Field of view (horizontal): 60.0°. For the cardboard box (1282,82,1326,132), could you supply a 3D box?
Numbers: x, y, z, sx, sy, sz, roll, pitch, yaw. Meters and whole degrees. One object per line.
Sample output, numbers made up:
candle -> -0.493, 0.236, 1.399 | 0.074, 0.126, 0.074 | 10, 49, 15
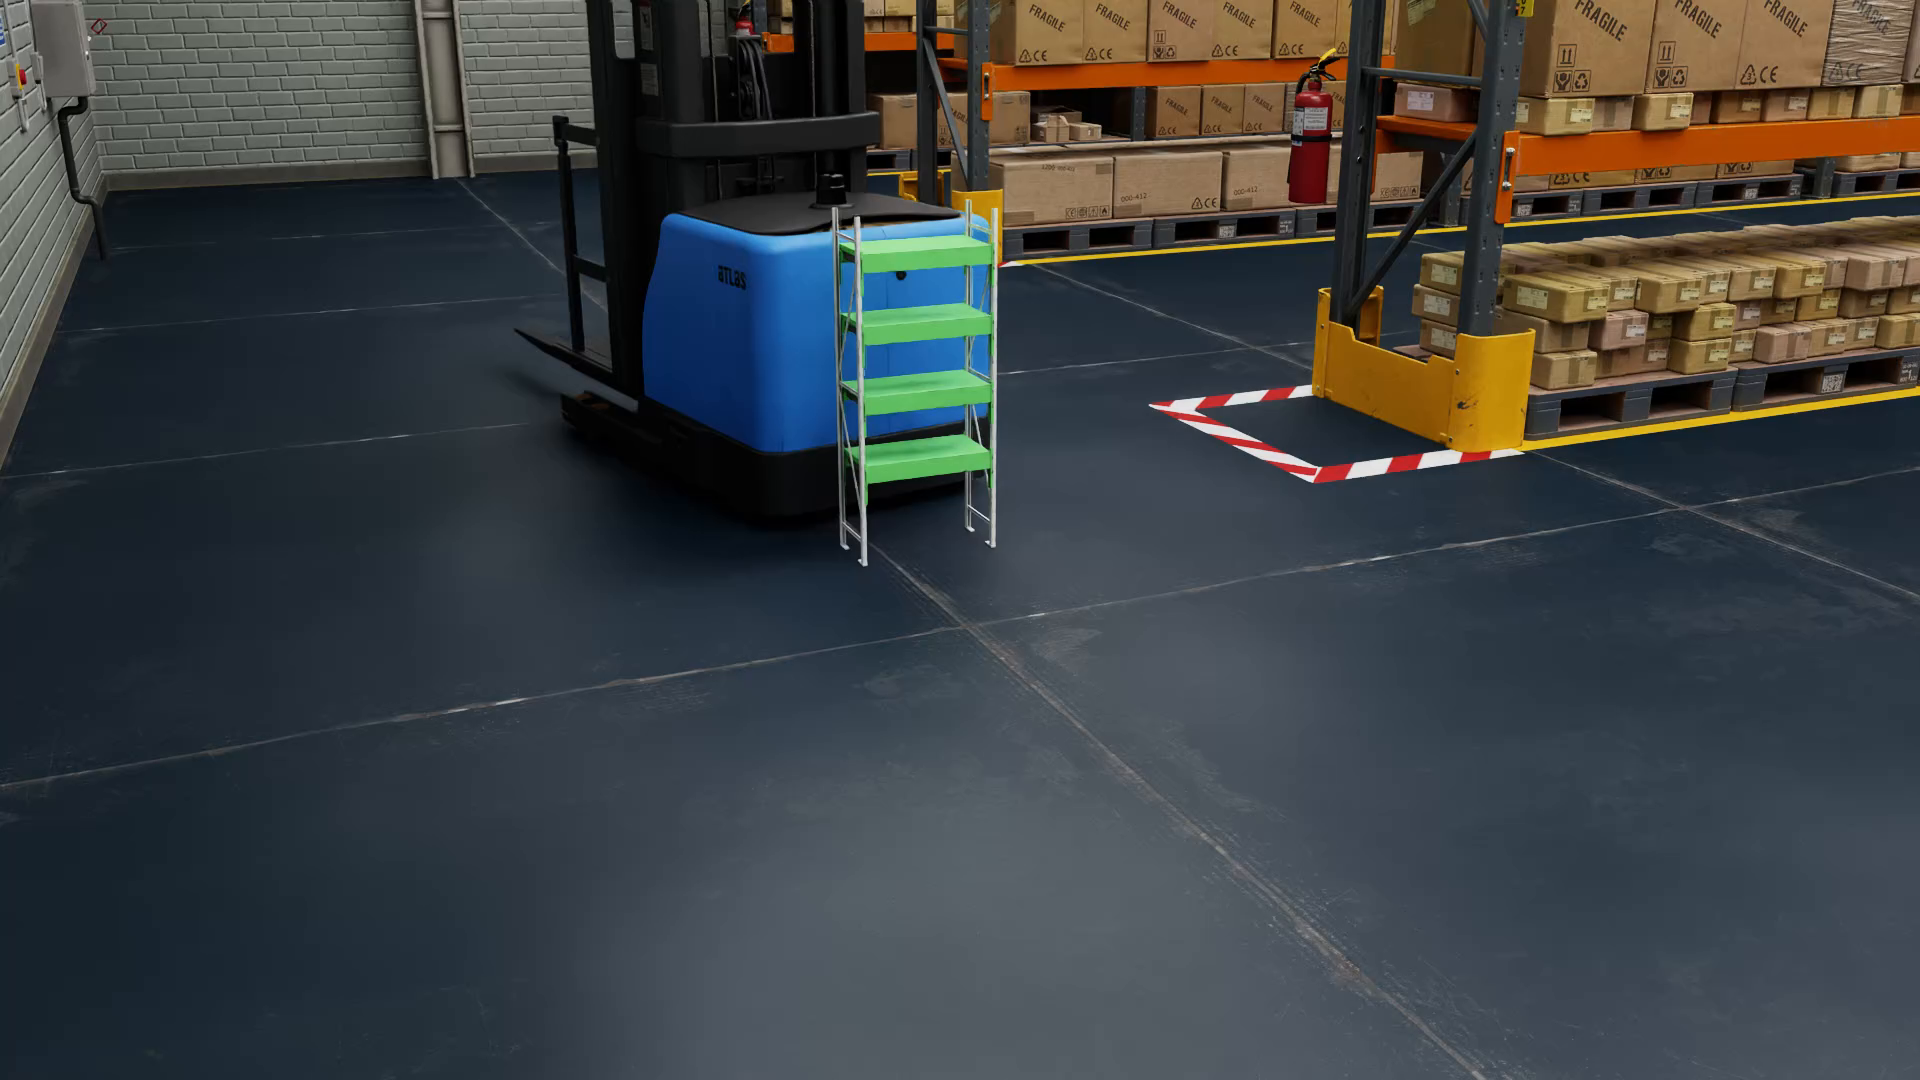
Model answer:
cardboard box -> 3.603, -4.721, 18.044 | 0.500, 0.500, 0.500 | -9, 21, -24

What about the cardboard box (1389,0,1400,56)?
cardboard box -> 3.291, -3.898, 12.425 | 0.500, 0.500, 0.500 | -8, 21, -21

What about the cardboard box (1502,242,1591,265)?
cardboard box -> 2.823, -1.336, 8.066 | 0.250, 0.149, 0.380 | -9, 21, -23

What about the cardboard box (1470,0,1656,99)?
cardboard box -> 2.518, -2.129, 6.955 | 0.500, 0.500, 0.500 | -7, 21, -19

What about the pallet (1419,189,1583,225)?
pallet -> 4.295, -2.799, 13.653 | 1.213, 0.211, 1.003 | -8, 21, -22

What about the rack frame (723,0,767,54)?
rack frame -> -2.026, -4.977, 15.639 | 0.127, 3.000, 1.000 | -8, 21, -22

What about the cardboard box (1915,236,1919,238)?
cardboard box -> 5.001, -1.421, 8.305 | 0.250, 0.149, 0.380 | -8, 21, -22

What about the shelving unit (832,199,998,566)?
shelving unit -> -0.152, -0.544, 5.761 | 0.503, 1.200, 0.258 | -8, 21, -22

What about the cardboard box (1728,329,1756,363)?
cardboard box -> 3.512, -0.949, 7.861 | 0.250, 0.149, 0.380 | -8, 21, -22

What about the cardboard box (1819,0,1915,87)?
cardboard box -> 3.920, -2.337, 7.545 | 0.500, 0.500, 0.500 | -9, 21, -23

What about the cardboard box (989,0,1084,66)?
cardboard box -> 0.498, -3.486, 11.256 | 0.500, 0.500, 0.500 | -8, 21, -22

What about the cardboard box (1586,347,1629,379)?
cardboard box -> 2.812, -0.851, 7.583 | 0.250, 0.149, 0.380 | -8, 21, -22

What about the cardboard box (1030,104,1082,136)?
cardboard box -> 0.946, -4.418, 17.469 | 0.500, 0.311, 0.500 | -7, 21, -20

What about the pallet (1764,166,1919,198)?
pallet -> 8.007, -3.303, 15.085 | 1.213, 0.211, 1.003 | -8, 21, -22

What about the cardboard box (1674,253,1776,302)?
cardboard box -> 3.553, -1.225, 7.749 | 0.250, 0.149, 0.380 | -7, 21, -20

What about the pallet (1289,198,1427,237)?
pallet -> 2.887, -2.598, 13.083 | 1.213, 0.211, 1.003 | -8, 21, -22

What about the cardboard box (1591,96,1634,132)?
cardboard box -> 2.641, -1.837, 7.102 | 0.250, 0.149, 0.380 | -7, 21, -20

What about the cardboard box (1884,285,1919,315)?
cardboard box -> 4.528, -1.226, 8.200 | 0.250, 0.149, 0.380 | -8, 21, -21

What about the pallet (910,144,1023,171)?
pallet -> -0.106, -3.936, 16.882 | 1.213, 0.211, 1.003 | -8, 21, -22

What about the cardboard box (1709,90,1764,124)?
cardboard box -> 3.352, -1.961, 7.452 | 0.250, 0.149, 0.380 | -8, 21, -22

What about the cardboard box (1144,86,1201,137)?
cardboard box -> 2.180, -4.517, 17.465 | 0.500, 0.500, 0.500 | -7, 21, -20

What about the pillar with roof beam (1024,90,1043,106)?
pillar with roof beam -> 2.355, -7.203, 12.930 | 0.400, 9.000, 9.100 | -8, 21, -22

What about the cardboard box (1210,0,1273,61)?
cardboard box -> 1.878, -3.694, 11.845 | 0.500, 0.500, 0.500 | -7, 21, -20

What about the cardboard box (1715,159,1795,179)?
cardboard box -> 6.622, -3.646, 14.428 | 0.875, 0.875, 0.875 | -8, 21, -22

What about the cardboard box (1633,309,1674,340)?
cardboard box -> 3.043, -1.029, 7.642 | 0.250, 0.149, 0.380 | -8, 21, -21

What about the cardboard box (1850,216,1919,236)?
cardboard box -> 4.995, -1.627, 8.891 | 0.250, 0.149, 0.380 | -7, 21, -19

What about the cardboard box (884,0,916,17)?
cardboard box -> -0.576, -5.158, 15.932 | 0.500, 0.250, 0.500 | -9, 21, -23

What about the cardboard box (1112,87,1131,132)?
cardboard box -> 1.980, -4.677, 17.919 | 0.500, 0.500, 0.500 | -8, 21, -22

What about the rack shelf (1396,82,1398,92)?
rack shelf -> 5.452, -3.913, 13.703 | 4.000, 0.370, 1.077 | -8, 21, -22

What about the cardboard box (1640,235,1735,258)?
cardboard box -> 3.597, -1.404, 8.258 | 0.250, 0.149, 0.380 | -9, 21, -24

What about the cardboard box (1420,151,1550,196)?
cardboard box -> 4.154, -3.291, 13.420 | 0.875, 0.875, 0.875 | -7, 21, -20

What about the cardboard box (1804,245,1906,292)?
cardboard box -> 4.277, -1.307, 7.983 | 0.250, 0.149, 0.380 | -9, 21, -24

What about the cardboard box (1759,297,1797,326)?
cardboard box -> 3.760, -1.142, 7.962 | 0.250, 0.149, 0.380 | -7, 21, -19

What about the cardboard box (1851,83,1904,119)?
cardboard box -> 4.093, -2.038, 7.673 | 0.250, 0.149, 0.380 | -8, 21, -21

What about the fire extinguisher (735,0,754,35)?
fire extinguisher -> -1.978, -4.604, 15.259 | 0.183, 0.674, 0.296 | -8, 21, -22

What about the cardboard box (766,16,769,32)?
cardboard box -> -1.828, -4.984, 16.037 | 0.250, 0.149, 0.380 | -8, 21, -23

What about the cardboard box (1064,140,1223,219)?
cardboard box -> 1.346, -2.693, 12.380 | 0.875, 0.438, 0.875 | -8, 21, -20

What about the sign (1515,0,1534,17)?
sign -> 2.212, -2.210, 6.479 | 0.005, 0.325, 0.100 | -8, 21, -22

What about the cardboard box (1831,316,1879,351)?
cardboard box -> 4.228, -1.041, 8.123 | 0.250, 0.149, 0.380 | -8, 21, -21

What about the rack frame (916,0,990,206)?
rack frame -> -0.057, -3.463, 11.342 | 0.127, 3.000, 1.000 | -8, 21, -22

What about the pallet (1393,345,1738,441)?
pallet -> 2.826, -0.758, 7.857 | 1.213, 0.211, 1.003 | -8, 21, -22

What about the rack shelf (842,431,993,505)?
rack shelf -> -0.152, -0.258, 5.862 | 0.480, 0.148, 0.258 | -8, 21, -22

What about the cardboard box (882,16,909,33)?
cardboard box -> -0.675, -4.962, 15.975 | 0.250, 0.149, 0.380 | -8, 21, -21

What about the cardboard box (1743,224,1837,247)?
cardboard box -> 4.285, -1.529, 8.612 | 0.250, 0.149, 0.380 | -8, 21, -21

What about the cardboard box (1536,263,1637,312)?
cardboard box -> 2.818, -1.139, 7.506 | 0.250, 0.149, 0.380 | -8, 21, -21

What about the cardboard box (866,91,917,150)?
cardboard box -> -0.627, -4.148, 16.417 | 0.500, 0.500, 0.700 | -7, 21, -20

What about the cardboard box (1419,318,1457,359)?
cardboard box -> 2.397, -0.953, 7.873 | 0.250, 0.149, 0.380 | -8, 21, -21

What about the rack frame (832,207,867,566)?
rack frame -> -0.376, -0.512, 5.670 | 0.015, 1.200, 0.240 | -8, 21, -22

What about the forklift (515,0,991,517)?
forklift -> -1.116, -1.896, 6.992 | 1.130, 2.935, 3.031 | -13, 23, -32

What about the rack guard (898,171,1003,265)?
rack guard -> -0.079, -2.281, 11.748 | 0.348, 0.500, 1.175 | -8, 21, -22
